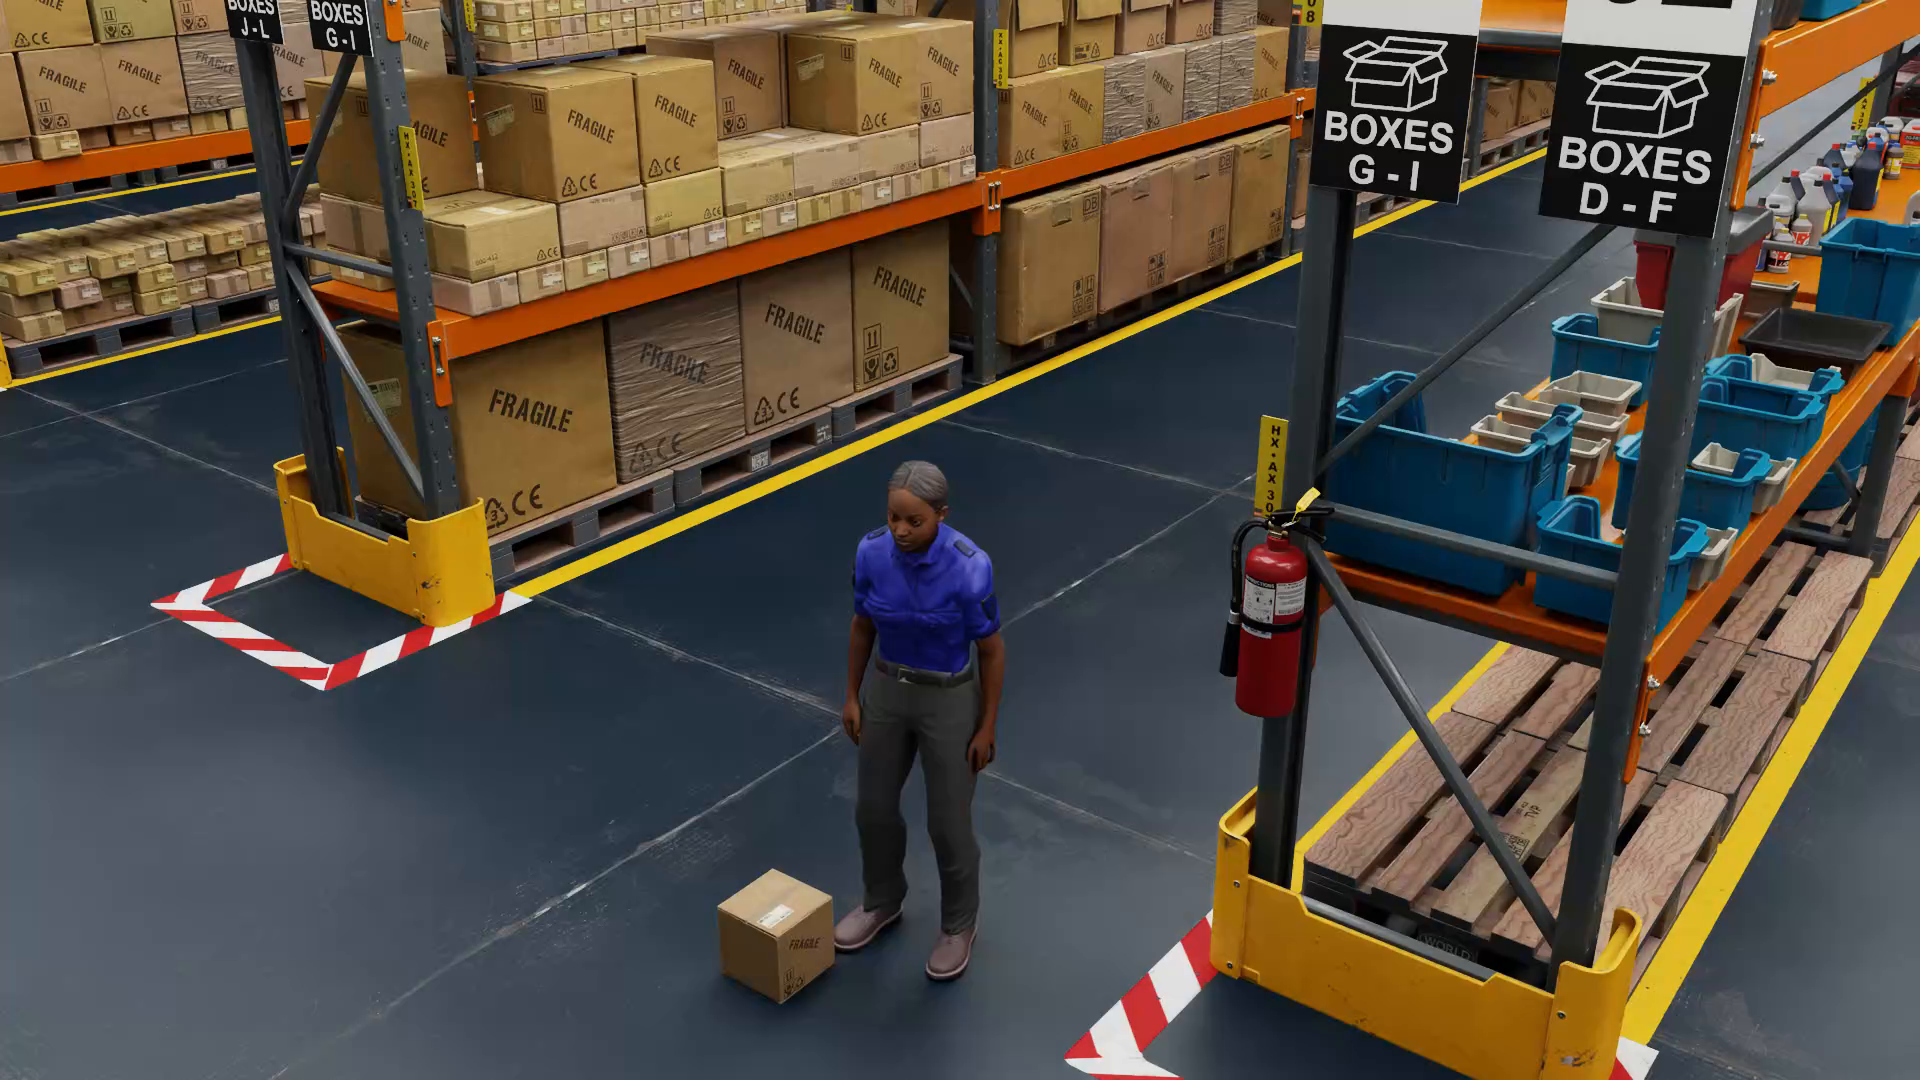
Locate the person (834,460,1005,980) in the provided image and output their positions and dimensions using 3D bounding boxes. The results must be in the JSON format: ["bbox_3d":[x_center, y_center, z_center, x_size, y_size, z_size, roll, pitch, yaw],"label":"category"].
[{"bbox_3d":[-0.127,0.512,4.940,0.519,1.653,0.348,10,26,22],"label":"person"}]
